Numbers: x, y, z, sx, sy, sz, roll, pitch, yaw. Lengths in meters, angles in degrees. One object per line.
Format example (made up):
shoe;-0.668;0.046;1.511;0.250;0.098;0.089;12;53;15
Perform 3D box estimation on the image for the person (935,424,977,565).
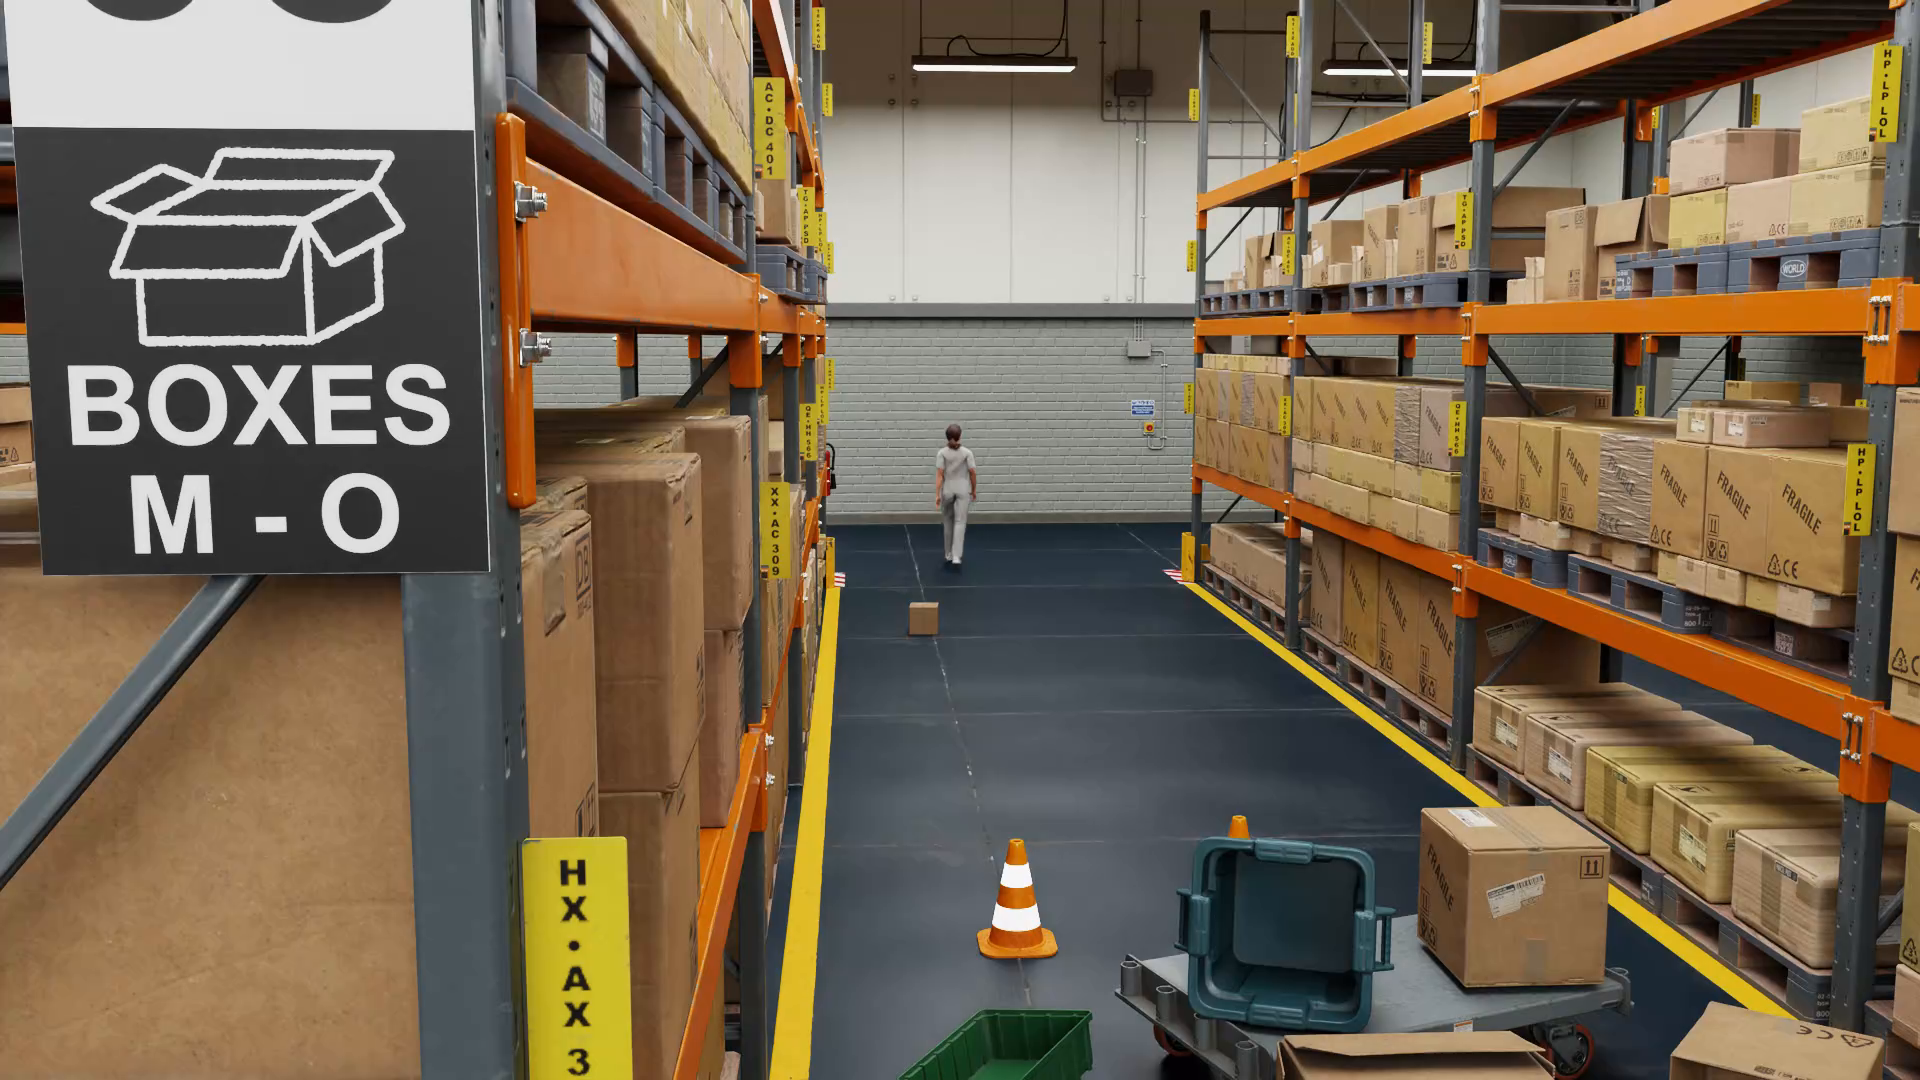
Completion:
person;-0.043;-0.527;19.095;0.462;1.621;1.022;0;7;3
